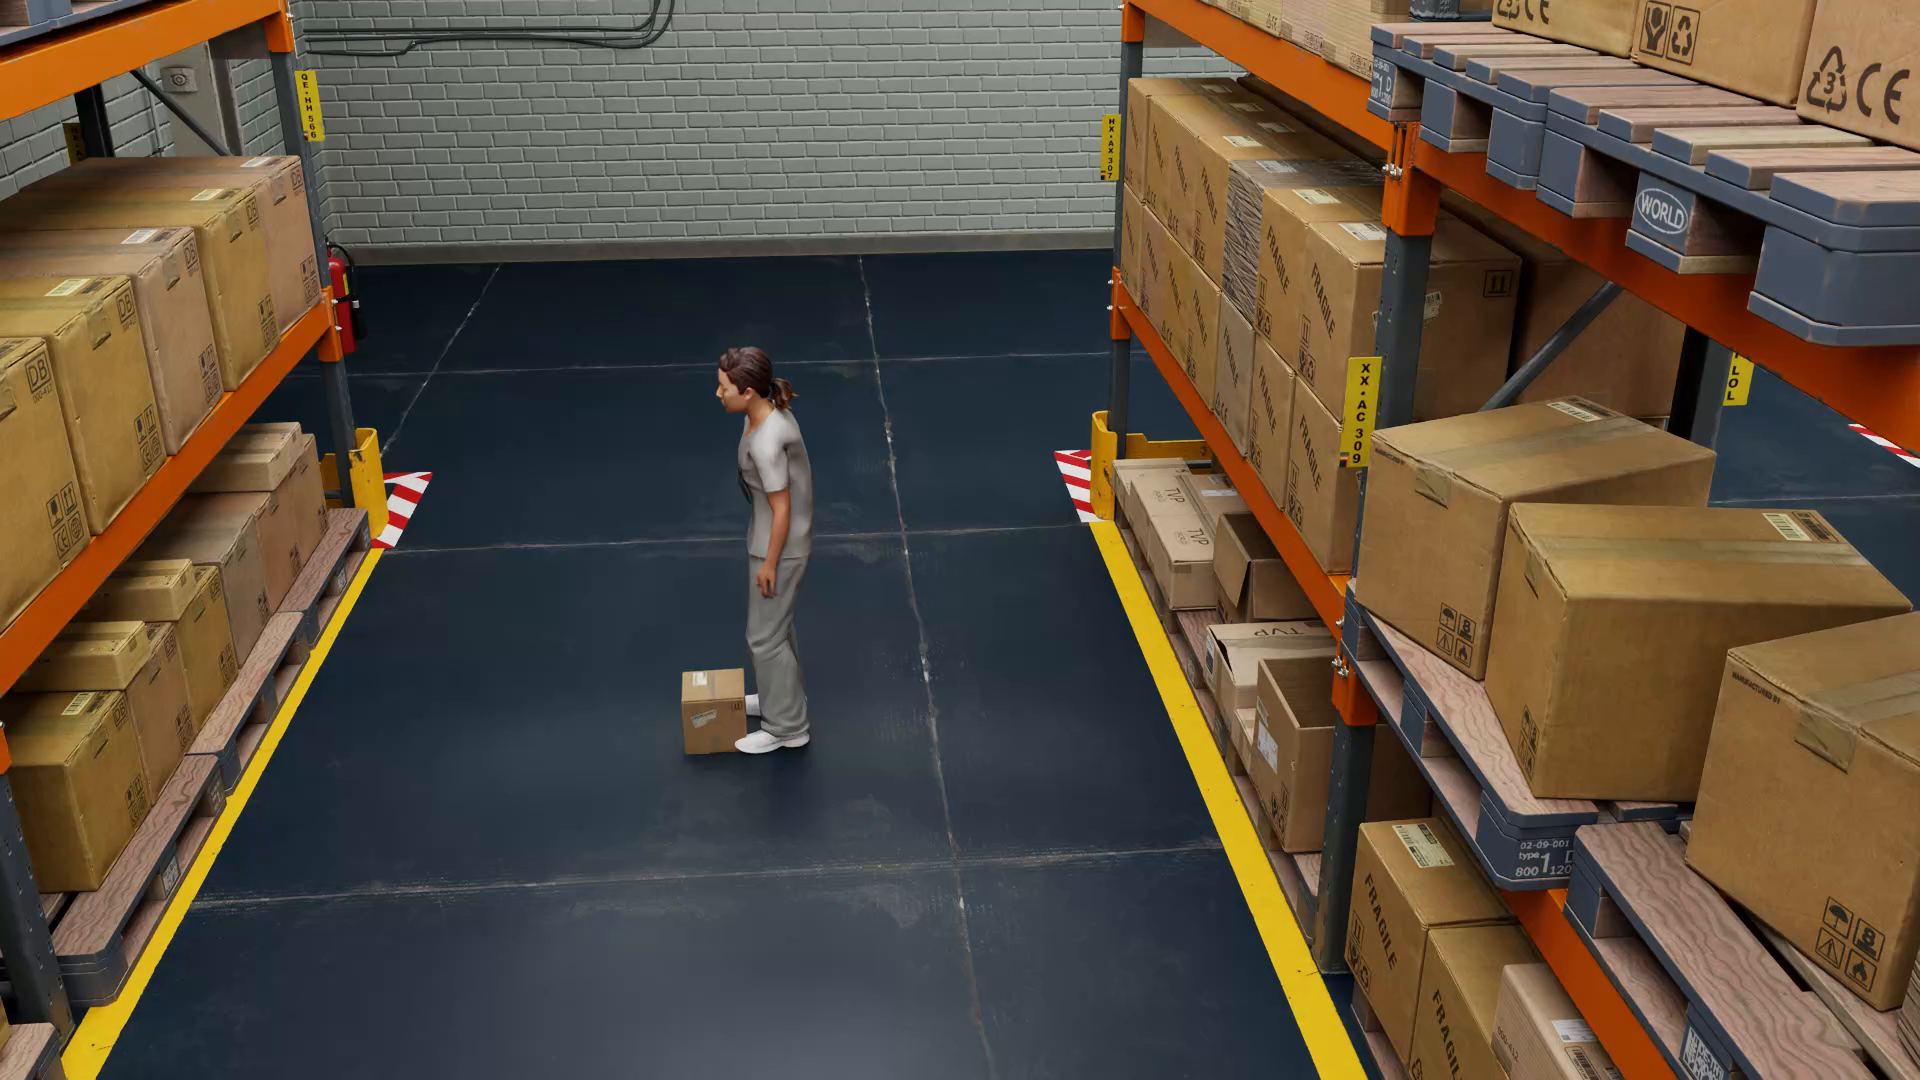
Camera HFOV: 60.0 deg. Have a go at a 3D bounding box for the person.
[{"bbox_3d":[-0.752,0.033,6.529,0.362,1.671,0.497,-3,24,-7],"label":"person"}]
